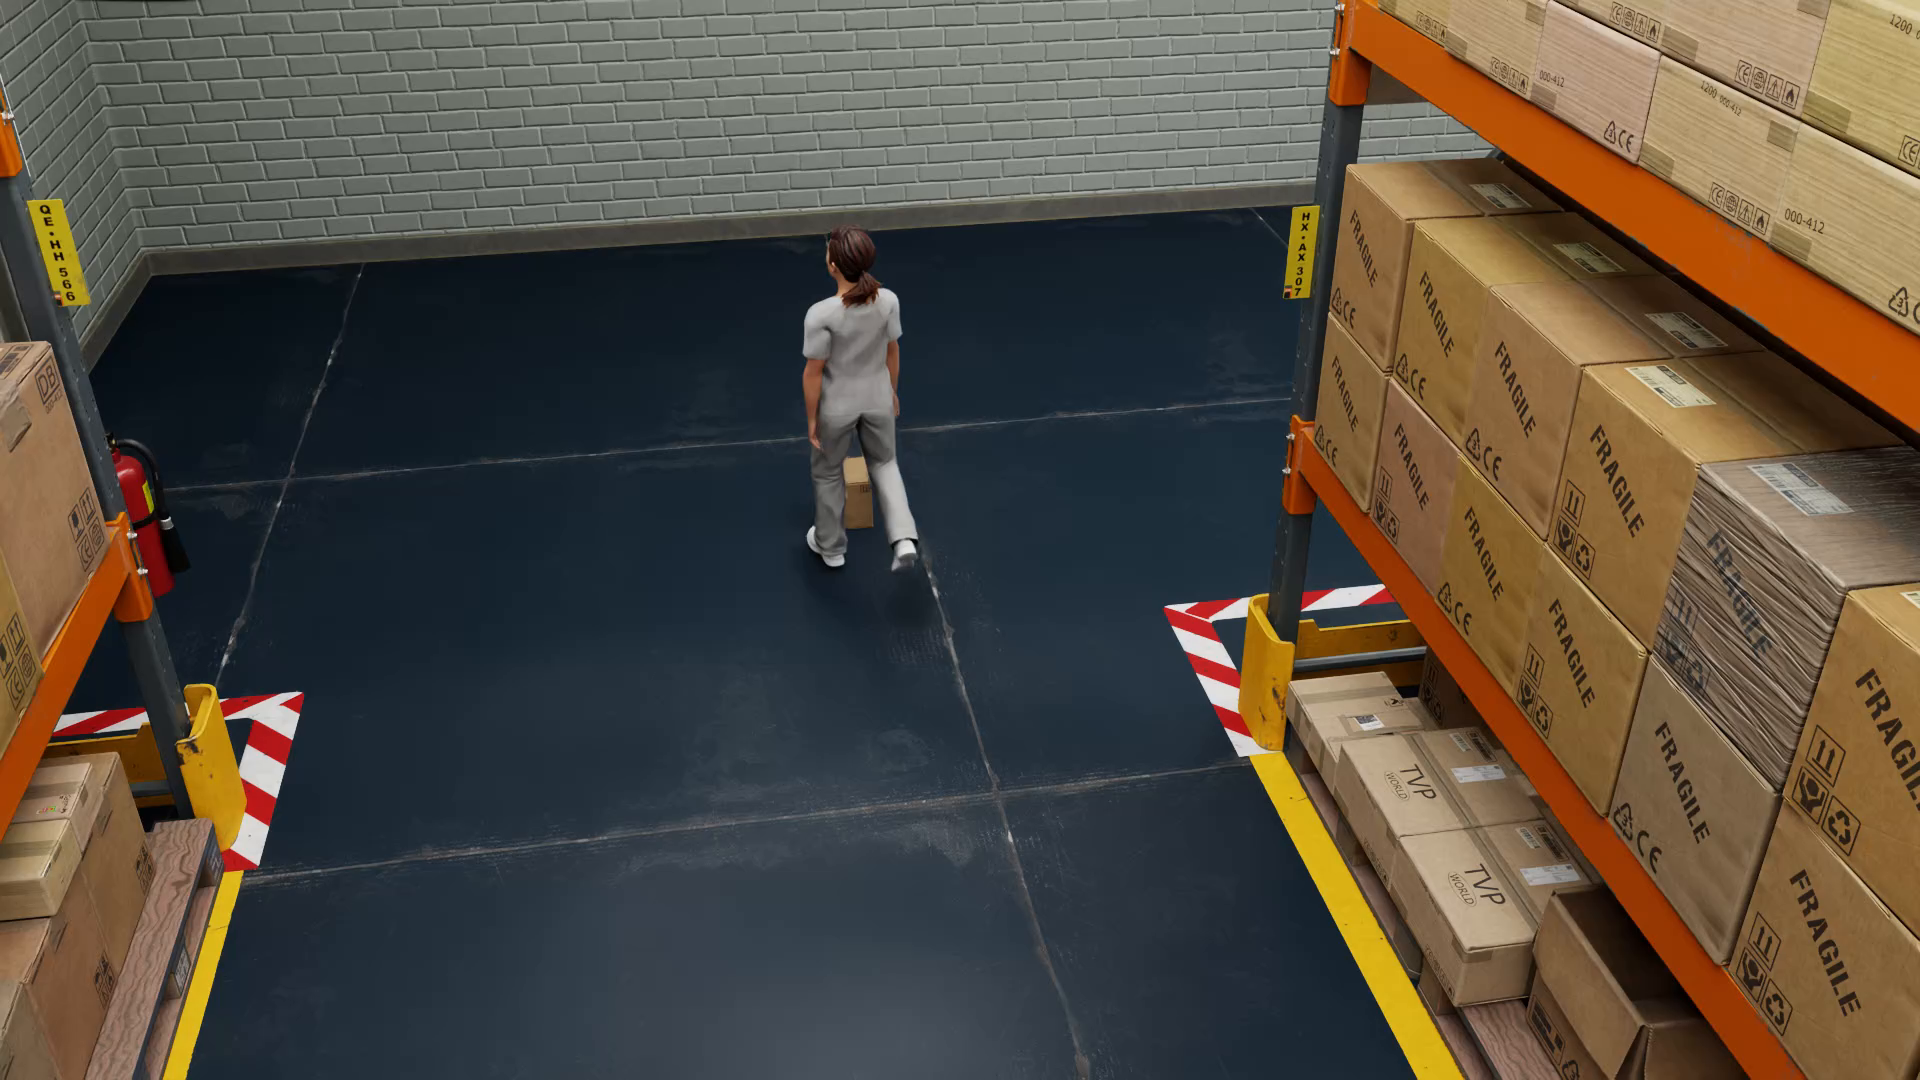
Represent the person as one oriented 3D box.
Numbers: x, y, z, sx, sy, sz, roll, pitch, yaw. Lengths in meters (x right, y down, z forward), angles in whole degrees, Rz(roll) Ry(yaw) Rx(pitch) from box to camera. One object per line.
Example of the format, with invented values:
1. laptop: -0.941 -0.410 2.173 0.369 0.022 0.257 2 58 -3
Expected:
1. person: -0.461 -0.569 7.060 0.460 1.653 0.739 -12 33 -19
